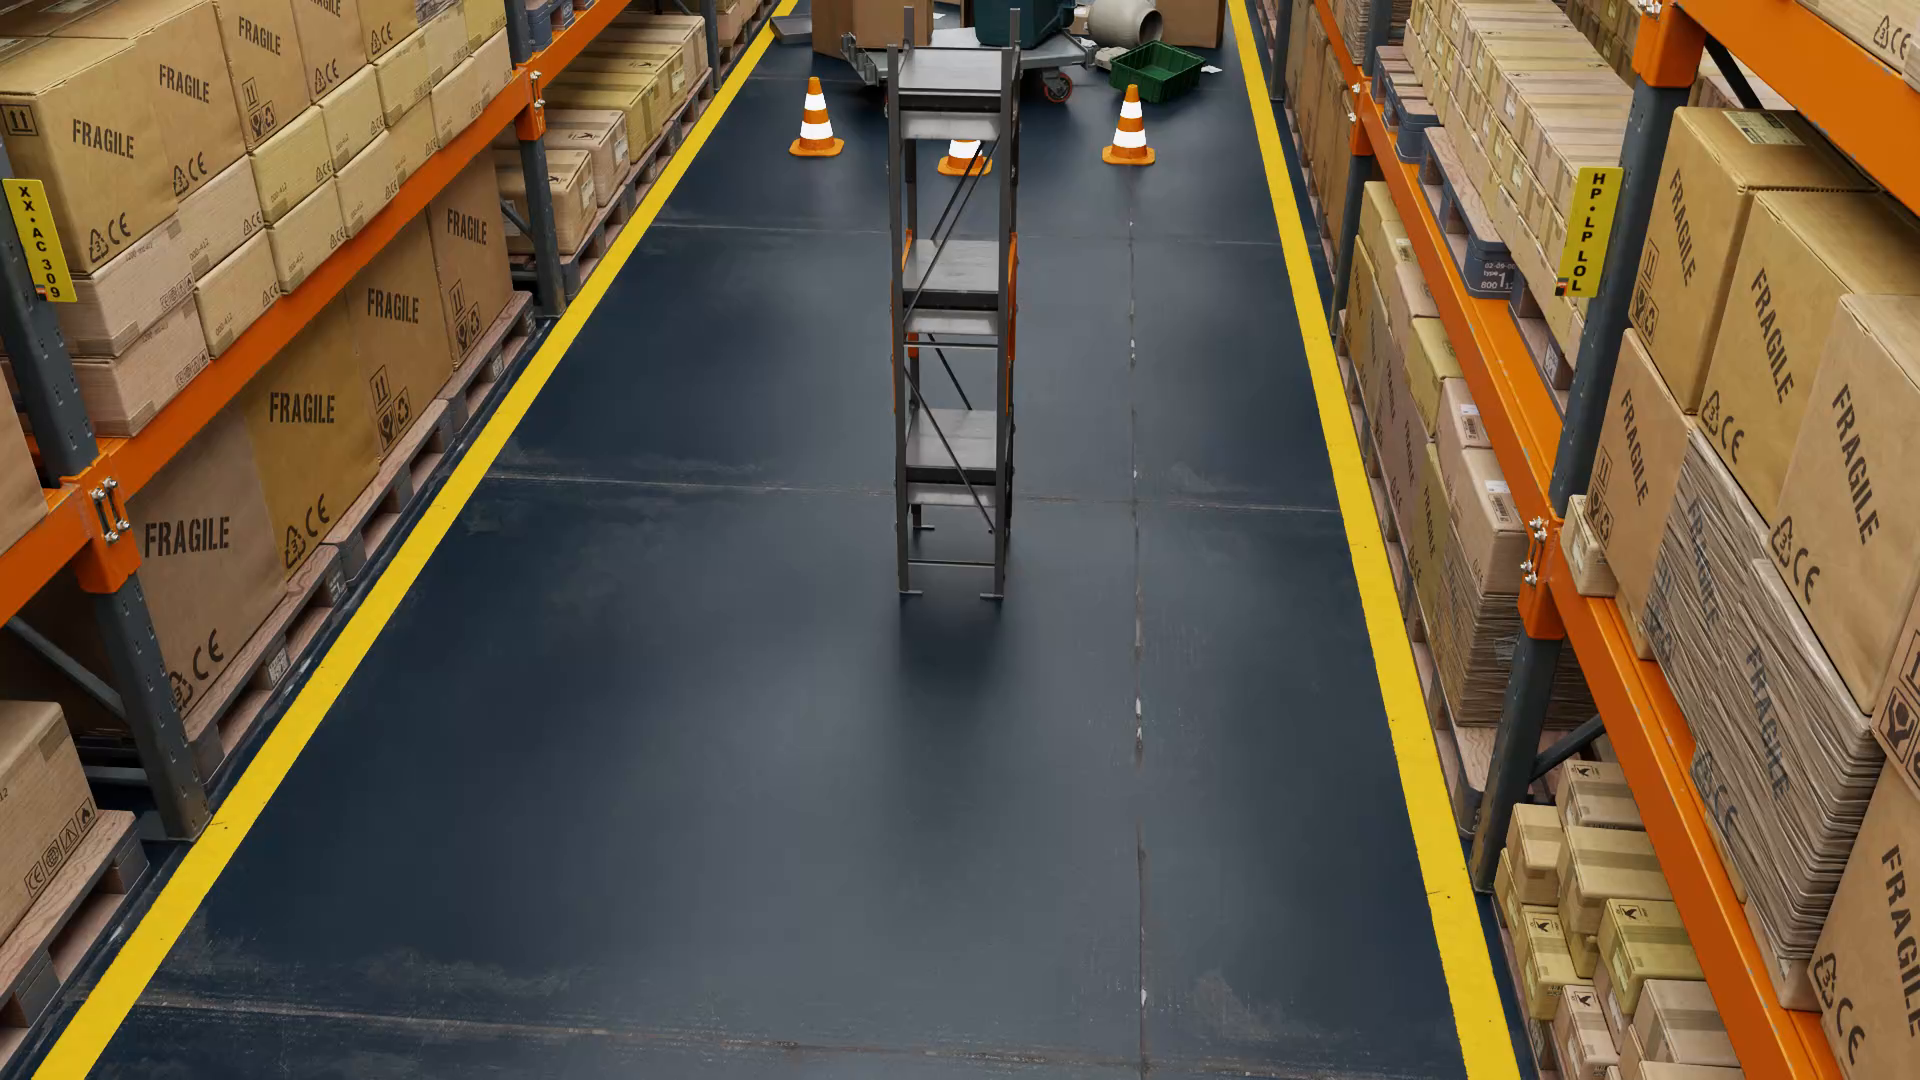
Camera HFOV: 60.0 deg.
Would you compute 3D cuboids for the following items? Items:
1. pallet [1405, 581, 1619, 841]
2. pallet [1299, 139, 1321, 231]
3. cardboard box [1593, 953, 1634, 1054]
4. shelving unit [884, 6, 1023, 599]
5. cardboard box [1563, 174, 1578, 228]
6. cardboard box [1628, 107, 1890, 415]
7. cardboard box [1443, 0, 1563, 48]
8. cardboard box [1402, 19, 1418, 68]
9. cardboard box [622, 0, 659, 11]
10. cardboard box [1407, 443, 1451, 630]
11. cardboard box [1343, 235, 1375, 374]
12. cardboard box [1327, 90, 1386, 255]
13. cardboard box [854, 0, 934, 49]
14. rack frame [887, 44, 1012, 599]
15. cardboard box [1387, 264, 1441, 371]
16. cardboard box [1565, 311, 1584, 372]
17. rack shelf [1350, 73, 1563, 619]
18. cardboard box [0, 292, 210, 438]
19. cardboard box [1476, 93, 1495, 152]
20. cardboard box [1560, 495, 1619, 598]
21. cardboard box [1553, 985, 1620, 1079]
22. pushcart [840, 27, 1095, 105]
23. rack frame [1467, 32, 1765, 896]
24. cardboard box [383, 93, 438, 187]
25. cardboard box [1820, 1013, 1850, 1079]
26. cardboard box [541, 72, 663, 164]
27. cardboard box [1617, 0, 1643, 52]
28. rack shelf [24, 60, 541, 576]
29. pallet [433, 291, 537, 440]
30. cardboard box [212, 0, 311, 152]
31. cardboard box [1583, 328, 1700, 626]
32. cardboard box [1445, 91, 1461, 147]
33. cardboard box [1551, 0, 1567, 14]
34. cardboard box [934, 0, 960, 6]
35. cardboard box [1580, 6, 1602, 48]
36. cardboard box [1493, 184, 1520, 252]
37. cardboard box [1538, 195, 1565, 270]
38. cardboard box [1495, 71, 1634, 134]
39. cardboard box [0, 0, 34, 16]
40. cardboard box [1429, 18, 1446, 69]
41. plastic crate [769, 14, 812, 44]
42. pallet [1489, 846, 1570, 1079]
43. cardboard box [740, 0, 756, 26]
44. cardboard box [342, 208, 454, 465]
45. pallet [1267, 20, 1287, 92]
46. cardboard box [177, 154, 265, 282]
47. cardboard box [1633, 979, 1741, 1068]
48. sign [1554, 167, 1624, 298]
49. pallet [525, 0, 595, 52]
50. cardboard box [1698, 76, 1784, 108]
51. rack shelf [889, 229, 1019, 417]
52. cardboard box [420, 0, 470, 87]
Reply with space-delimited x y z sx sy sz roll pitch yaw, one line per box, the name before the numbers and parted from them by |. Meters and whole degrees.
pallet | 2.118 0.561 5.638 1.003 0.211 1.213 2 32 4
pallet | 2.623 -2.168 10.067 1.003 0.211 1.213 2 32 4
cardboard box | 1.792 1.131 4.090 0.380 0.149 0.250 2 32 4
shelving unit | -0.013 -0.807 6.059 0.431 2.100 0.503 2 32 4
cardboard box | 1.915 -0.903 4.628 0.380 0.149 0.250 2 32 3
cardboard box | 1.776 -0.588 3.513 0.500 0.500 0.500 3 32 5
cardboard box | 2.085 -1.995 6.400 0.380 0.149 0.250 1 32 2
cardboard box | 2.144 -2.157 7.230 0.380 0.149 0.250 2 32 3
cardboard box | -2.454 -4.209 12.226 0.500 0.500 0.500 2 32 3
cardboard box | 1.907 0.001 5.872 0.500 0.500 0.500 2 32 3
cardboard box | 2.070 -1.066 7.603 0.500 0.500 0.500 1 32 2
cardboard box | 2.521 -1.846 8.630 1.050 0.750 0.750 2 32 3
cardboard box | -0.458 -3.758 11.650 0.500 0.500 0.500 2 32 4
rack frame | -0.033 -0.680 5.852 0.400 2.100 0.015 2 32 4
cardboard box | 1.990 -0.870 6.571 0.500 0.250 0.500 3 32 4
cardboard box | 1.891 -0.507 4.552 0.380 0.149 0.250 2 32 3
rack shelf | 2.219 -0.958 6.131 1.077 0.370 4.000 2 32 4
cardboard box | -2.587 -0.532 4.897 0.500 0.250 0.500 2 32 3
cardboard box | 2.021 -1.450 5.799 0.380 0.149 0.250 4 32 6
cardboard box | 1.707 0.022 4.094 0.380 0.149 0.250 4 32 6
cardboard box | 1.716 1.264 4.156 0.380 0.149 0.250 2 32 4
pushcart | 0.042 -3.373 11.863 1.648 0.377 0.936 -8 33 -13
rack frame | 2.056 -0.219 4.246 1.000 3.000 0.127 2 32 4
cardboard box | -2.426 -1.599 6.629 0.500 0.250 0.500 2 32 3
cardboard box | 1.672 0.855 2.742 0.380 0.149 0.250 4 32 6
cardboard box | -2.385 -2.606 10.225 0.950 0.372 0.625 3 32 6
cardboard box | 2.736 -1.952 6.330 0.380 0.149 0.250 3 32 5
rack shelf | -2.723 -1.117 6.389 1.077 0.370 4.000 2 32 4
pallet | -2.700 -0.873 7.965 1.003 0.211 1.213 2 32 4
cardboard box | -2.506 -1.593 5.427 0.500 0.500 0.500 2 32 3
cardboard box | 1.764 -0.140 3.739 0.500 0.500 0.500 2 32 3
cardboard box | 2.061 -1.595 6.318 0.380 0.149 0.250 3 32 6
cardboard box | 2.687 -2.576 7.976 0.500 0.500 0.500 3 32 5
cardboard box | -0.002 -4.667 14.181 0.380 0.149 0.250 20 37 29
cardboard box | 2.775 -2.091 6.840 0.380 0.149 0.250 4 32 6
cardboard box | 1.971 -1.049 5.433 0.380 0.149 0.250 1 32 2
cardboard box | 1.935 -0.901 4.909 0.380 0.149 0.250 4 32 6
cardboard box | 2.001 -1.443 5.505 0.380 0.149 0.250 1 32 2
cardboard box | -3.065 -1.361 5.051 0.500 0.500 0.500 3 32 5
cardboard box | 2.104 -1.983 6.664 0.380 0.149 0.250 2 32 2
plastic crate | -1.290 -4.103 13.332 0.402 0.080 0.583 -8 33 -13
pallet | 2.036 1.321 4.405 1.003 0.211 1.213 2 32 4
cardboard box | -1.885 -4.145 12.838 0.500 0.250 0.500 4 32 7
cardboard box | -2.776 -0.919 7.007 0.875 0.875 0.875 3 32 5
pallet | 2.847 -3.609 12.405 1.003 0.211 1.213 2 32 4
cardboard box | -2.555 -1.018 5.209 0.500 0.250 0.500 3 32 5
cardboard box | 1.770 1.147 3.779 0.380 0.149 0.250 2 32 3
sign | 1.502 -0.733 3.977 0.100 0.325 0.005 2 32 4
pallet | -2.608 -2.764 8.559 1.213 0.211 1.003 2 32 4
cardboard box | 2.651 -1.406 5.445 0.380 0.149 0.250 4 32 6
rack shelf | -0.013 -0.796 6.066 0.431 0.518 0.480 2 32 4
cardboard box | -2.385 -2.085 6.941 0.500 0.250 0.500 2 32 3
